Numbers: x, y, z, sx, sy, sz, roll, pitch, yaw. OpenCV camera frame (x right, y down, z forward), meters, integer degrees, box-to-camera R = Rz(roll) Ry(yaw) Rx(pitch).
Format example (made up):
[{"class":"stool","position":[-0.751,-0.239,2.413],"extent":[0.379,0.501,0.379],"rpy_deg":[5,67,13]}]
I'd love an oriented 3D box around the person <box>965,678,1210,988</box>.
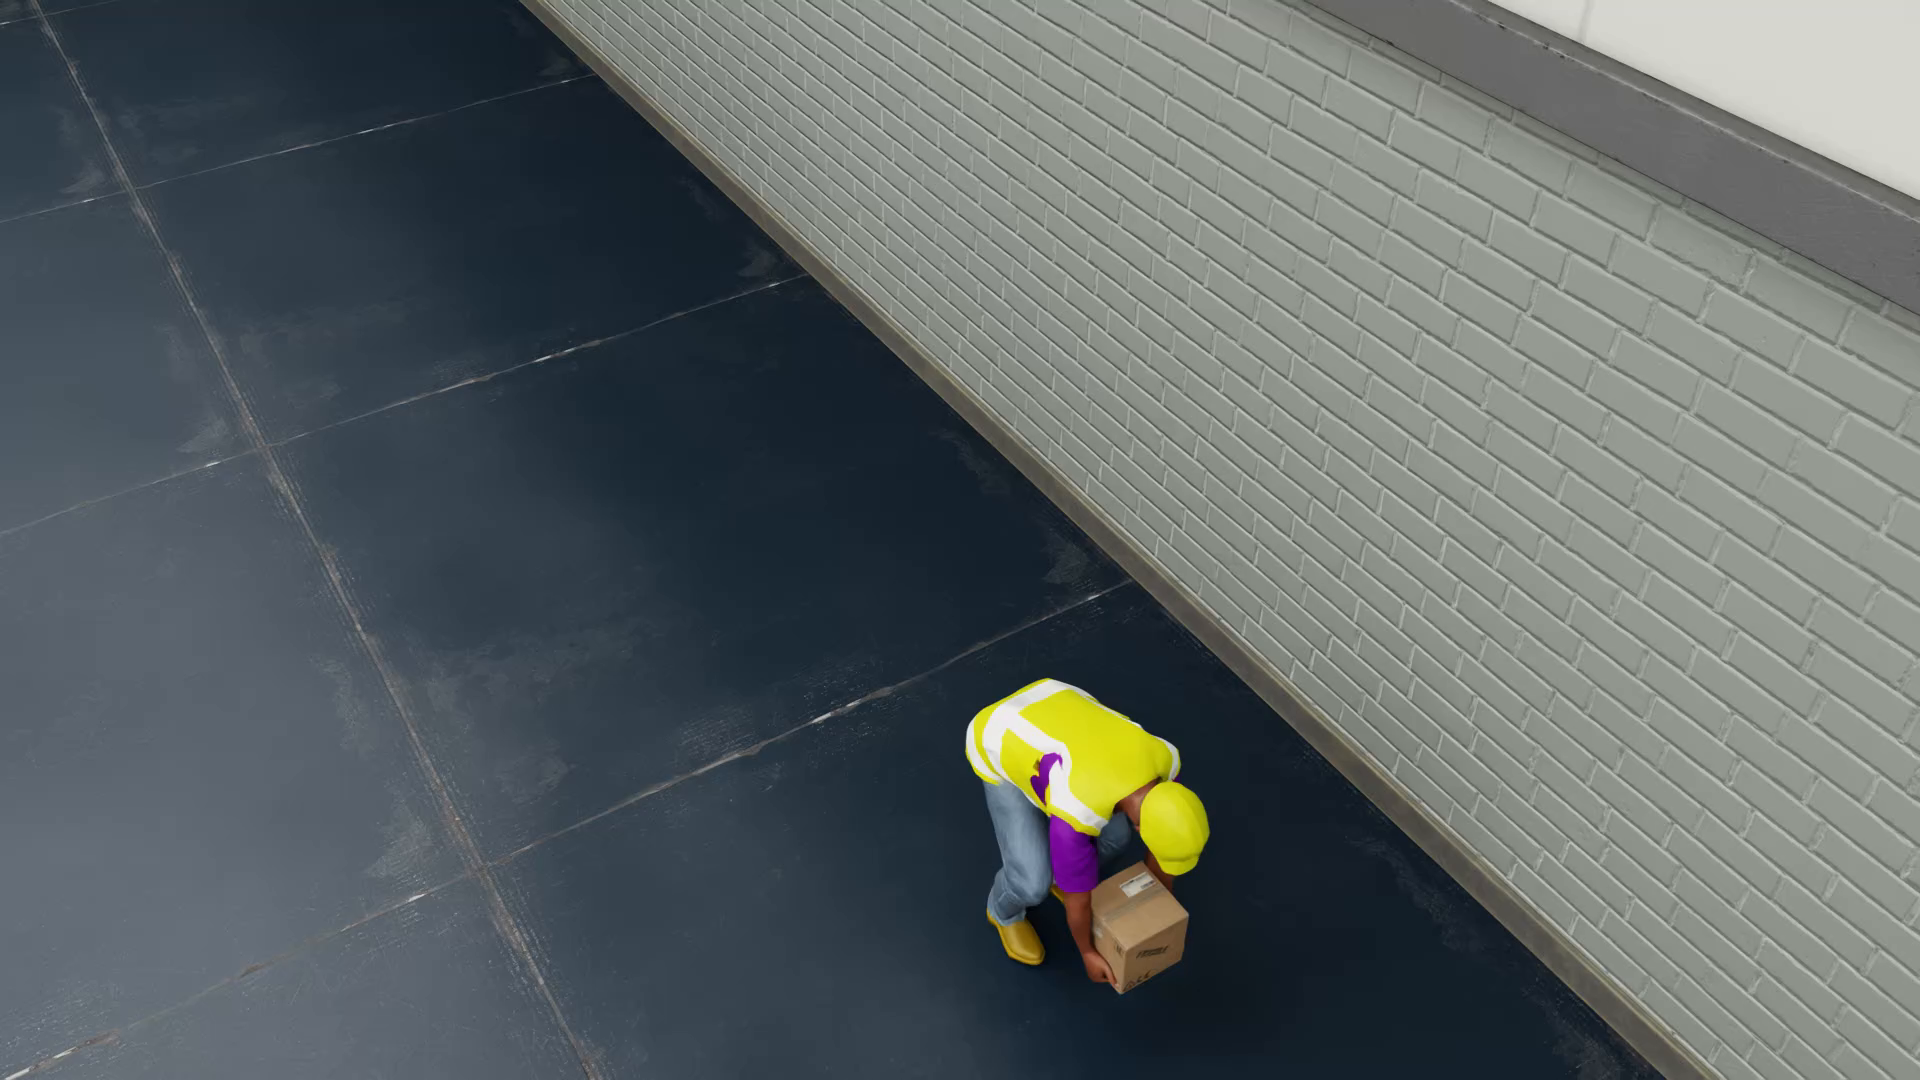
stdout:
[{"class":"person","position":[0.421,0.996,5.419],"extent":[0.501,1.185,0.954],"rpy_deg":[-25,46,-26]}]
